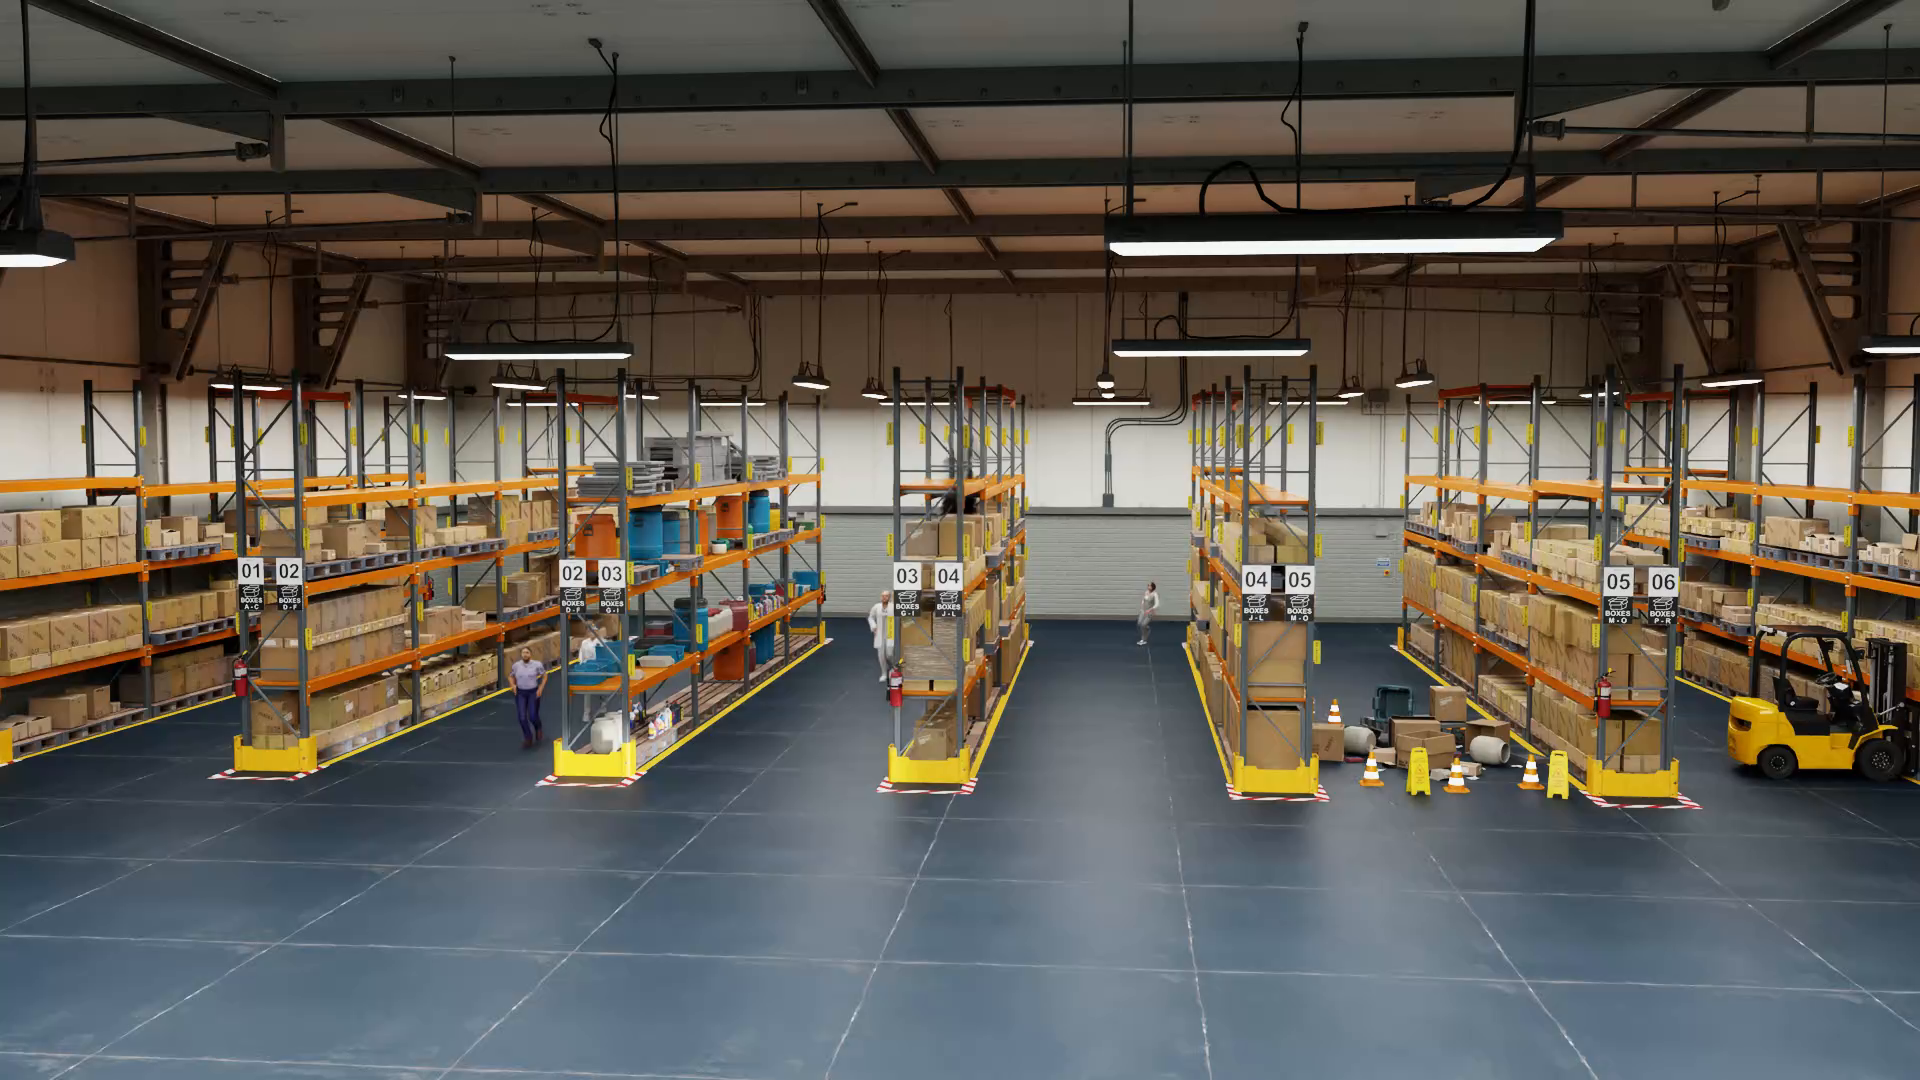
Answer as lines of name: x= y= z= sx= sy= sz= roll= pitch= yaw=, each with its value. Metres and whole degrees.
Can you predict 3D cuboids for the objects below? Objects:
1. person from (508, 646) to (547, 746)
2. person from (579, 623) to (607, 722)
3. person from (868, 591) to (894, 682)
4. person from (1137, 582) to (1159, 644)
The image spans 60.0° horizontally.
person: x=-7.023 y=2.524 z=26.966 sx=0.611 sy=1.612 sz=0.545 roll=0 pitch=4 yaw=-3
person: x=-6.484 y=2.307 z=29.409 sx=0.611 sy=1.682 sz=0.921 roll=0 pitch=4 yaw=3
person: x=-1.419 y=1.851 z=32.123 sx=0.746 sy=1.751 sz=0.600 roll=0 pitch=4 yaw=8
person: x=4.508 y=1.761 z=39.916 sx=0.569 sy=1.523 sz=0.481 roll=3 pitch=5 yaw=44
